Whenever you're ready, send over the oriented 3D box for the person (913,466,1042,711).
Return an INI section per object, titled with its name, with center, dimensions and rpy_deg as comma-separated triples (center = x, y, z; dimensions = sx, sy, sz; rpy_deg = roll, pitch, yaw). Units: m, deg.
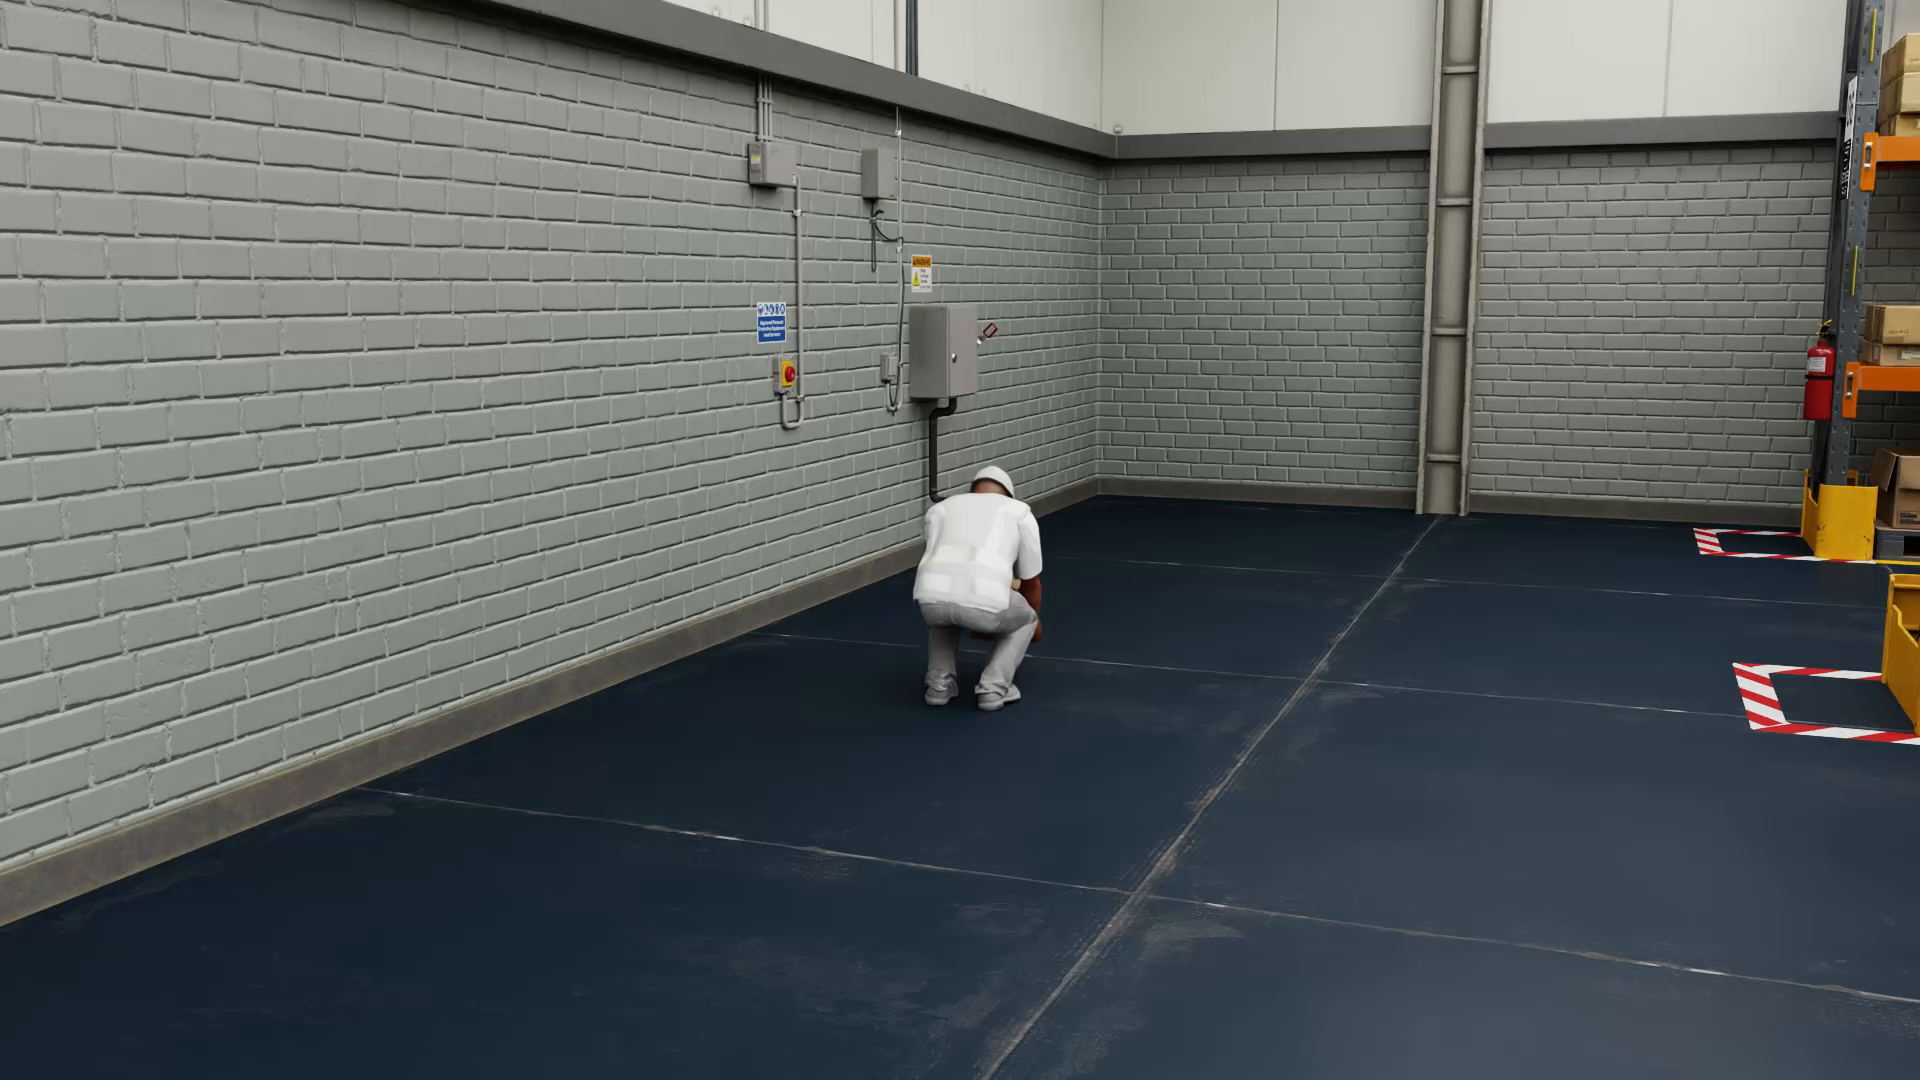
[person]
center = 0.061, 0.205, 7.468
dimensions = 0.540, 1.010, 0.872
rpy_deg = 3, 9, 20
